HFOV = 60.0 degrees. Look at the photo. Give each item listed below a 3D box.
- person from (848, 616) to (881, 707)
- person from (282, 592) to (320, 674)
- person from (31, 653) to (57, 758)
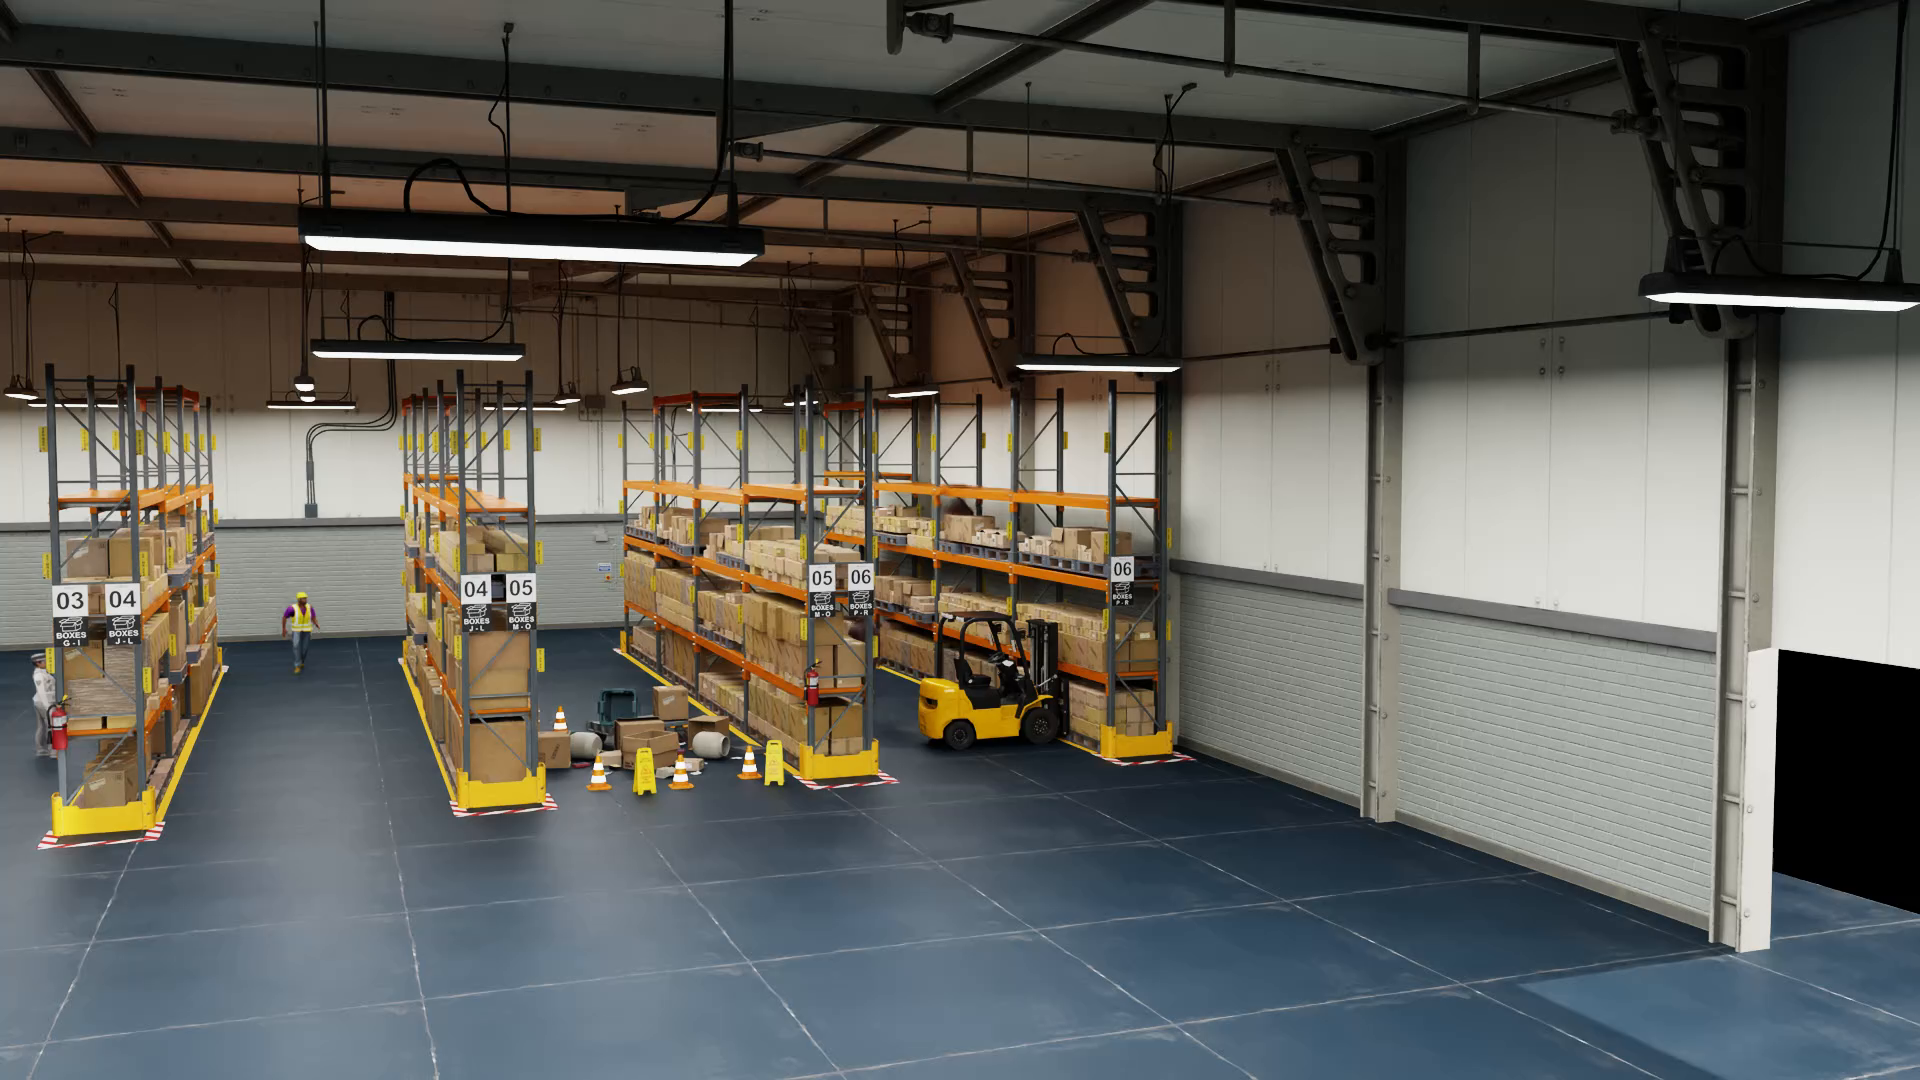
[{"bbox_3d":[-1.758,2.173,30.221,0.560,1.822,0.692,-2,4,-27],"label":"person"},{"bbox_3d":[-14.484,2.013,36.557,0.775,1.743,1.003,-1,4,-22],"label":"person"},{"bbox_3d":[-14.476,2.618,26.387,0.429,1.670,0.552,-3,4,-39],"label":"person"}]
